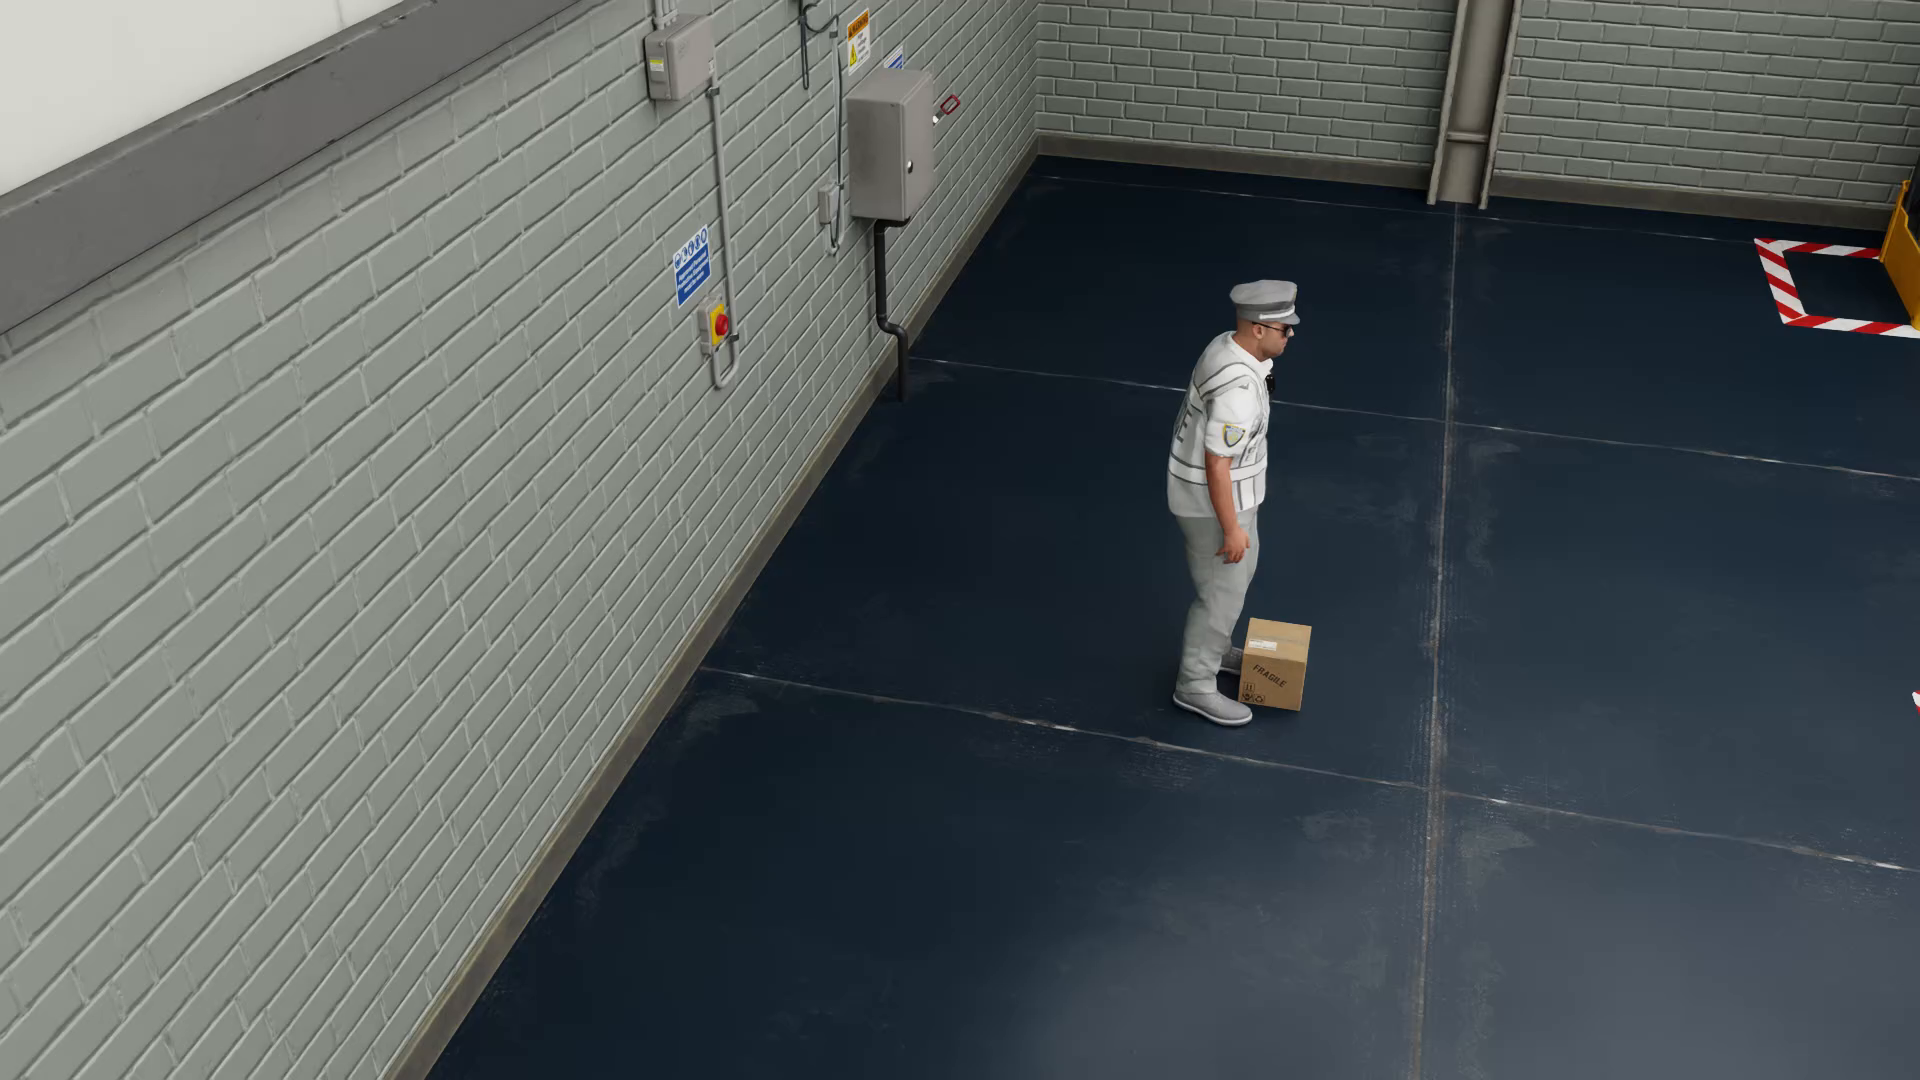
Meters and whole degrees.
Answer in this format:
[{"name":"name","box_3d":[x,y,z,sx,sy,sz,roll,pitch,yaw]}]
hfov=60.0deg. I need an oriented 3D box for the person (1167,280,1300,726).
[{"name":"person","box_3d":[1.030,-0.166,6.387,0.473,1.751,0.606,6,33,10]}]
